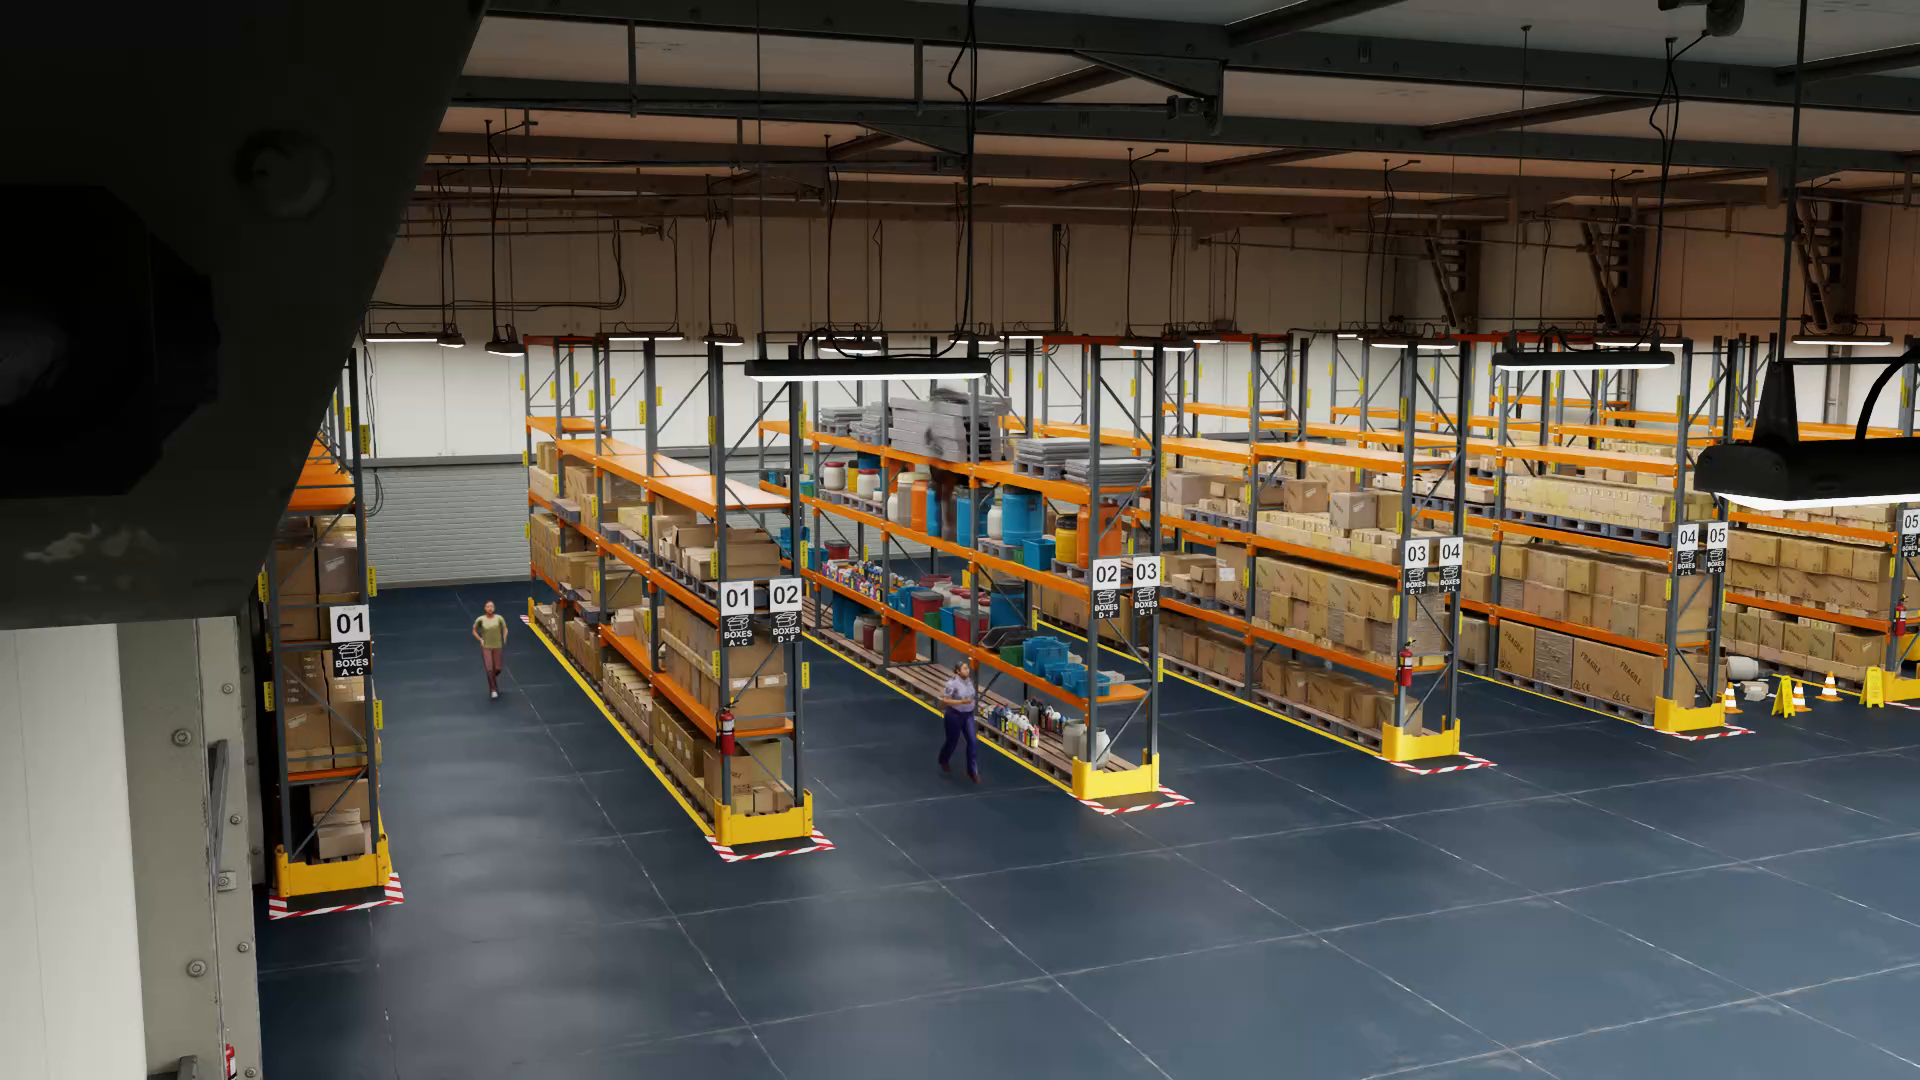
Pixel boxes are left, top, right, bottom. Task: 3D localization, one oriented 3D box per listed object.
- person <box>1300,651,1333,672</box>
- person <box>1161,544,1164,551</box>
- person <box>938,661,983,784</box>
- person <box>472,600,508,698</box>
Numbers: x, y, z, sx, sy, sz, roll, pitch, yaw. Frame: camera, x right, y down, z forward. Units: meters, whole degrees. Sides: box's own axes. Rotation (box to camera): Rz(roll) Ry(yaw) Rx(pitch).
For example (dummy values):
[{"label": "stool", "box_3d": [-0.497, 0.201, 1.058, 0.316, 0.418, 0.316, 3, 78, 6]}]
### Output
[{"label": "person", "box_3d": [6.412, 1.595, 29.755, 0.707, 1.720, 1.018, -5, 9, -32]}, {"label": "person", "box_3d": [4.389, 0.503, 37.870, 0.566, 1.626, 0.574, -3, 8, -21]}, {"label": "person", "box_3d": [-0.038, 2.466, 22.896, 0.581, 1.649, 0.826, -6, 10, -38]}, {"label": "person", "box_3d": [-7.921, 1.810, 28.067, 0.581, 1.633, 0.599, -3, 8, -21]}]
